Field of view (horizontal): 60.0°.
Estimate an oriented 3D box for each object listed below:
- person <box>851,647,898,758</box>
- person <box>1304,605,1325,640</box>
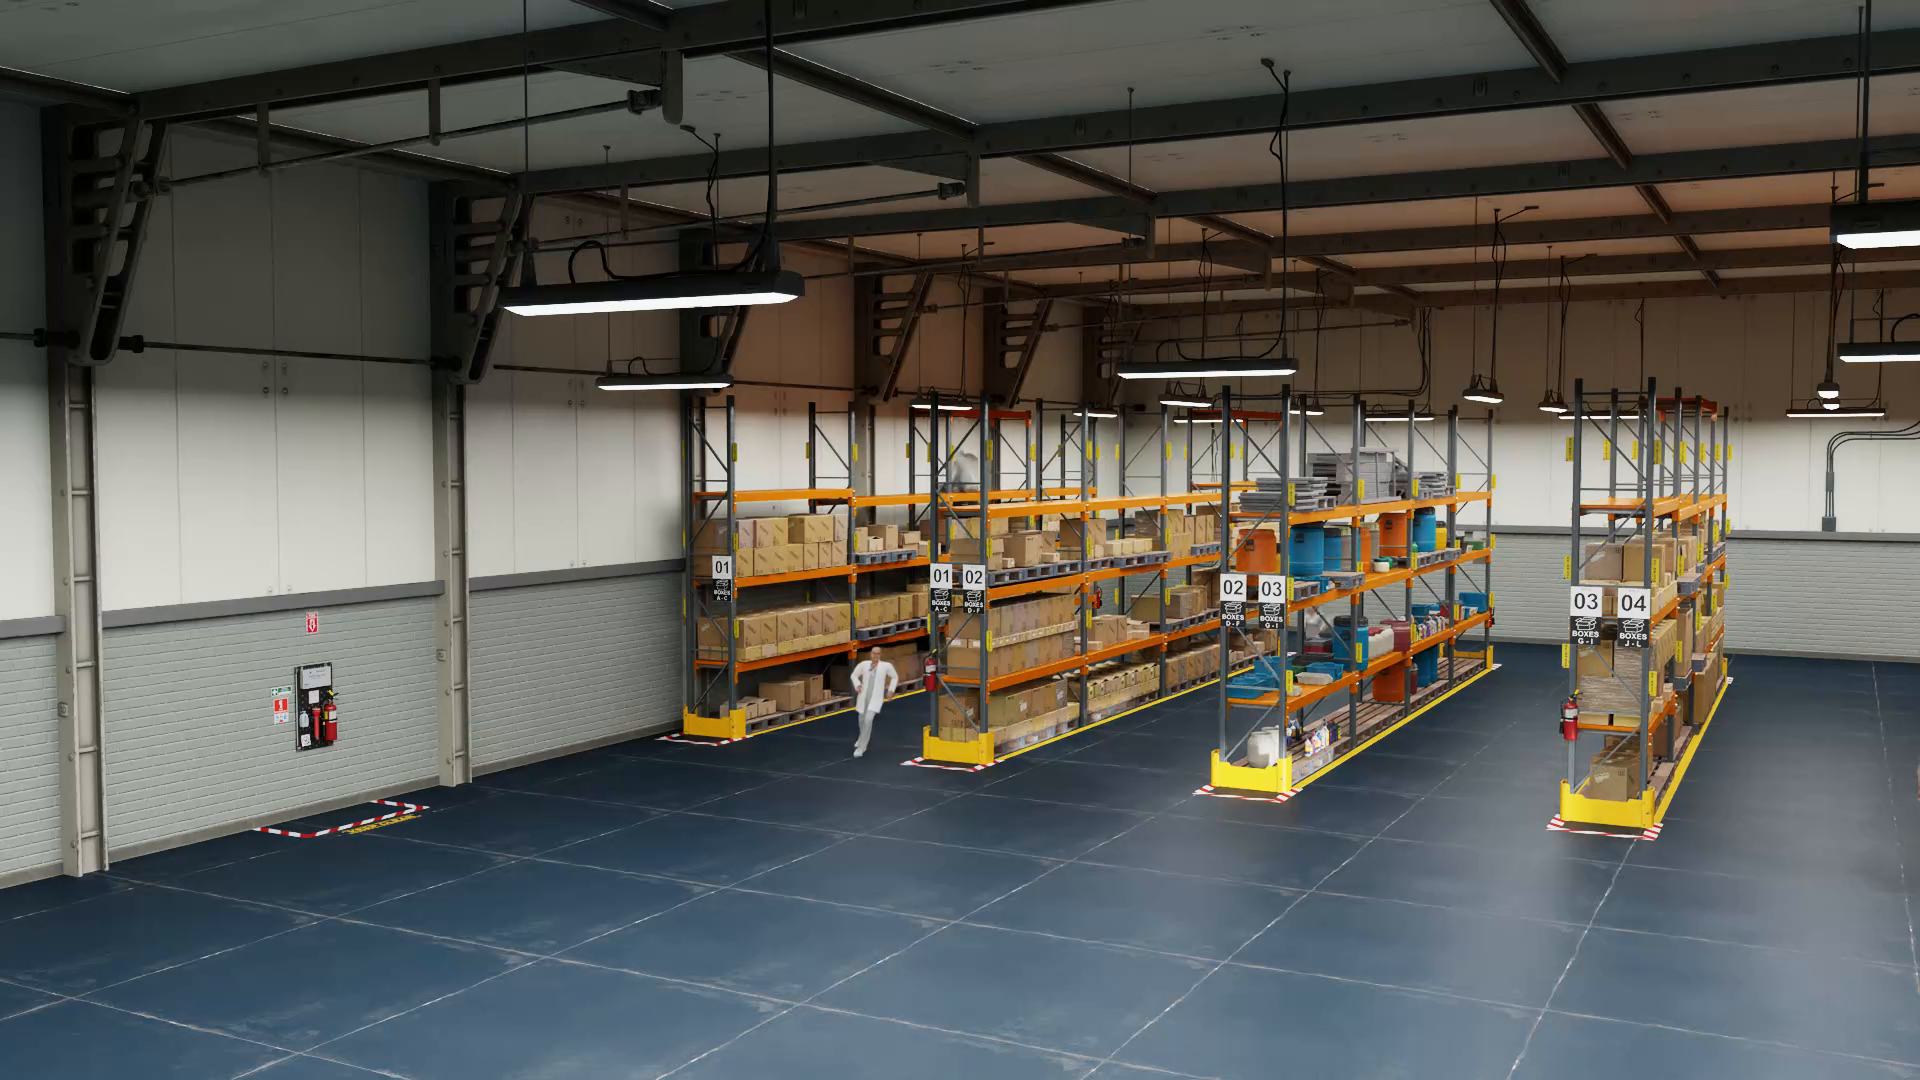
[{"bbox_3d":[-1.465,2.659,27.639,0.762,1.778,1.003,1,3,14],"label":"person"},{"bbox_3d":[8.032,2.238,37.927,0.547,1.561,0.554,1,3,18],"label":"person"}]
